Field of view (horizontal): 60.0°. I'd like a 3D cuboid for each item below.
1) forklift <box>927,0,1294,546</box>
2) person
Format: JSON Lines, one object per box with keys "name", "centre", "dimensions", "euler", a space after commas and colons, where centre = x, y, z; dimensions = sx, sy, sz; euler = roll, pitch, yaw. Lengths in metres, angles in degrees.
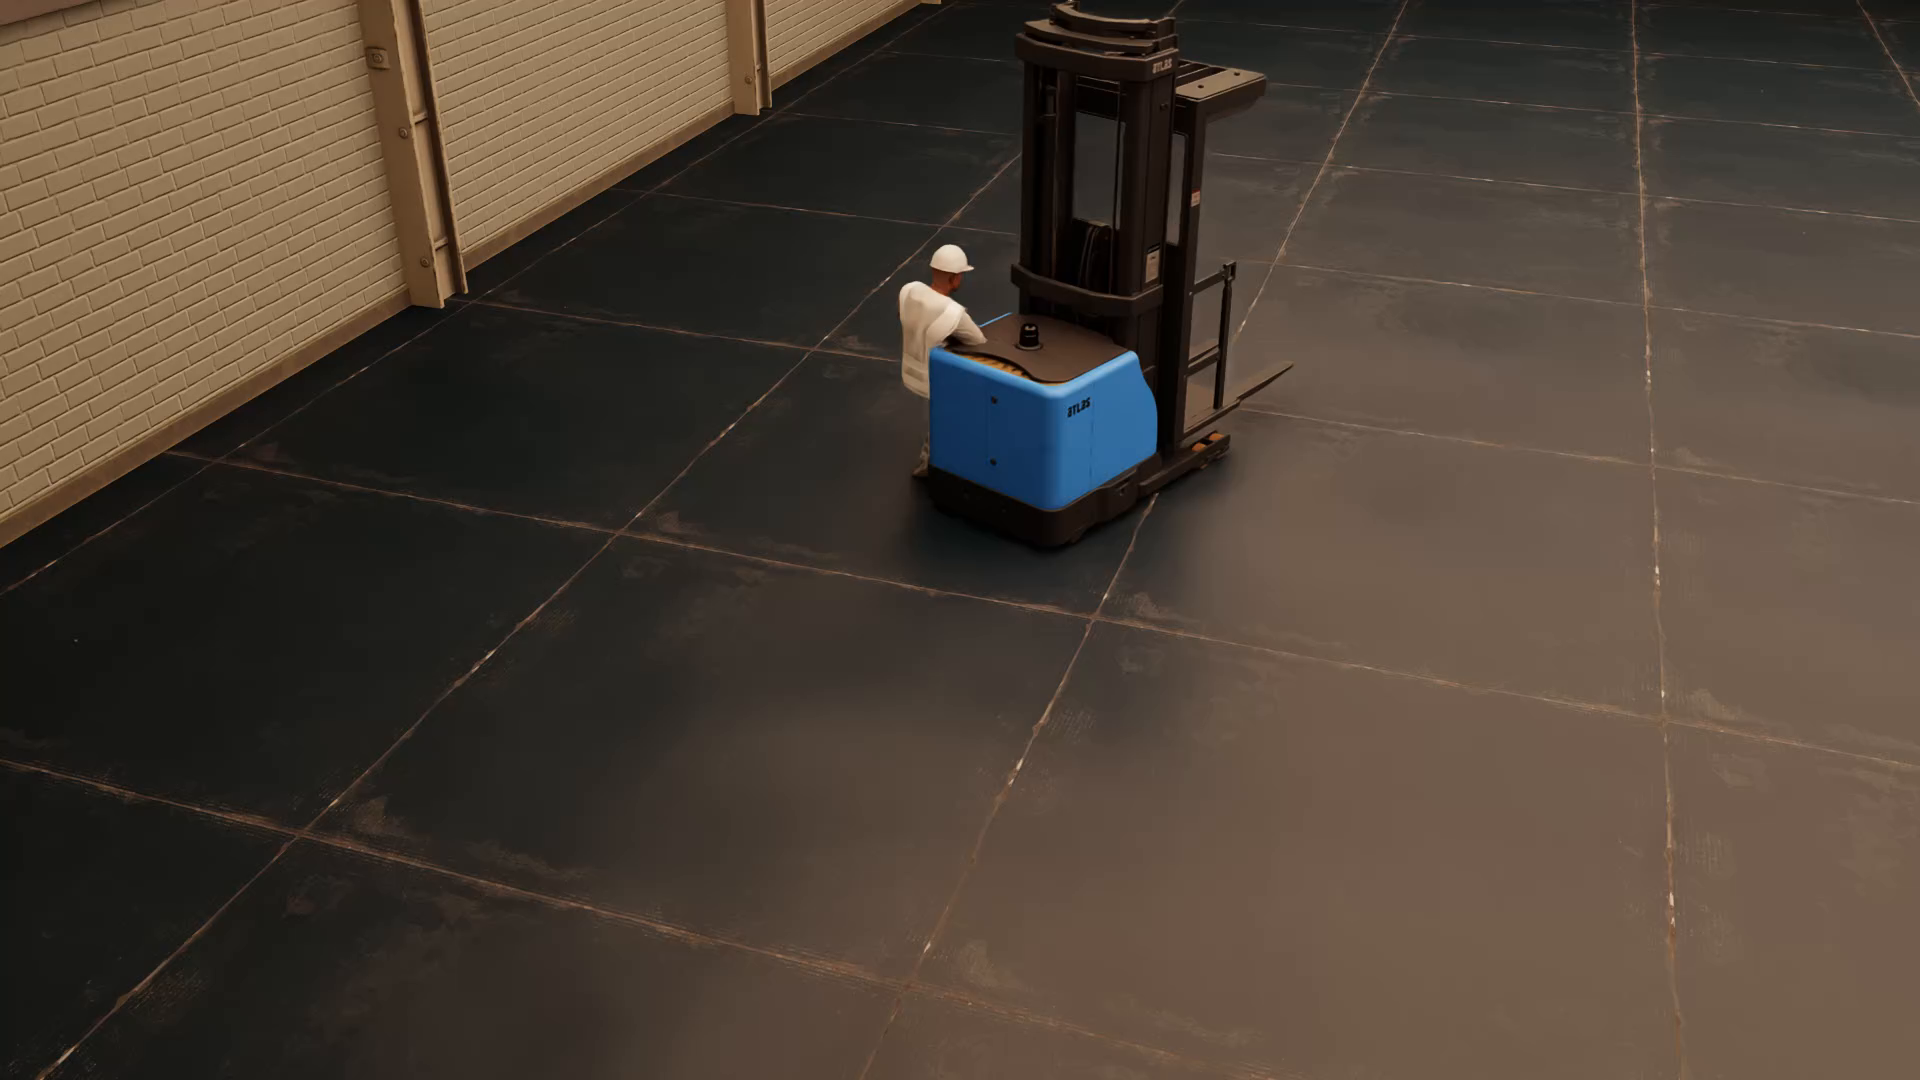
{"name": "forklift", "centre": [1.141, -1.887, 10.447], "dimensions": [1.130, 2.935, 3.031], "euler": [23, 37, 35]}
{"name": "person", "centre": [-0.029, -1.076, 10.358], "dimensions": [0.660, 1.654, 0.942], "euler": [-20, 35, -31]}
